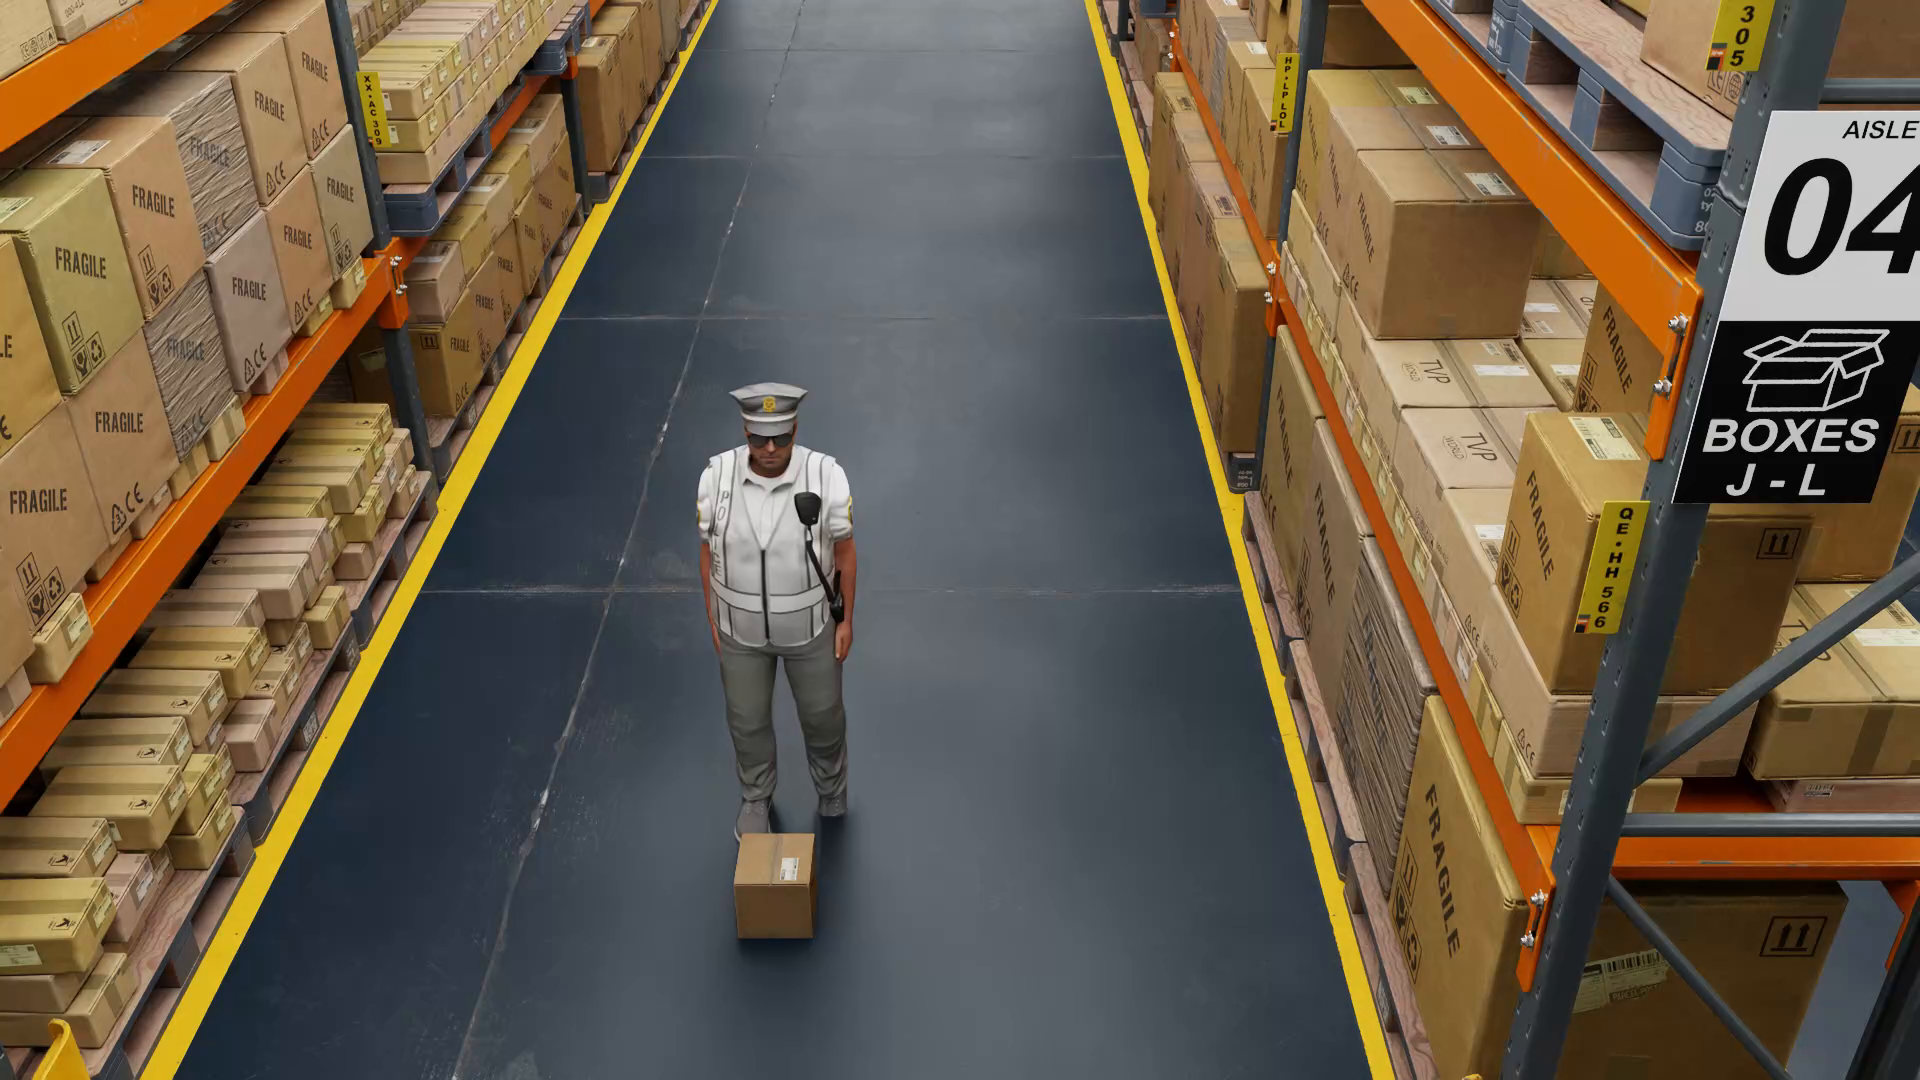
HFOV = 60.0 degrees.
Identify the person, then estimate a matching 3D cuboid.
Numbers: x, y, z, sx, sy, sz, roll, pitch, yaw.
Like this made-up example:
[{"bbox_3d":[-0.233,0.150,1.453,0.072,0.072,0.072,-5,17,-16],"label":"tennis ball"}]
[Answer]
[{"bbox_3d":[-0.613,0.303,5.702,0.530,1.846,0.401,0,31,1],"label":"person"}]
